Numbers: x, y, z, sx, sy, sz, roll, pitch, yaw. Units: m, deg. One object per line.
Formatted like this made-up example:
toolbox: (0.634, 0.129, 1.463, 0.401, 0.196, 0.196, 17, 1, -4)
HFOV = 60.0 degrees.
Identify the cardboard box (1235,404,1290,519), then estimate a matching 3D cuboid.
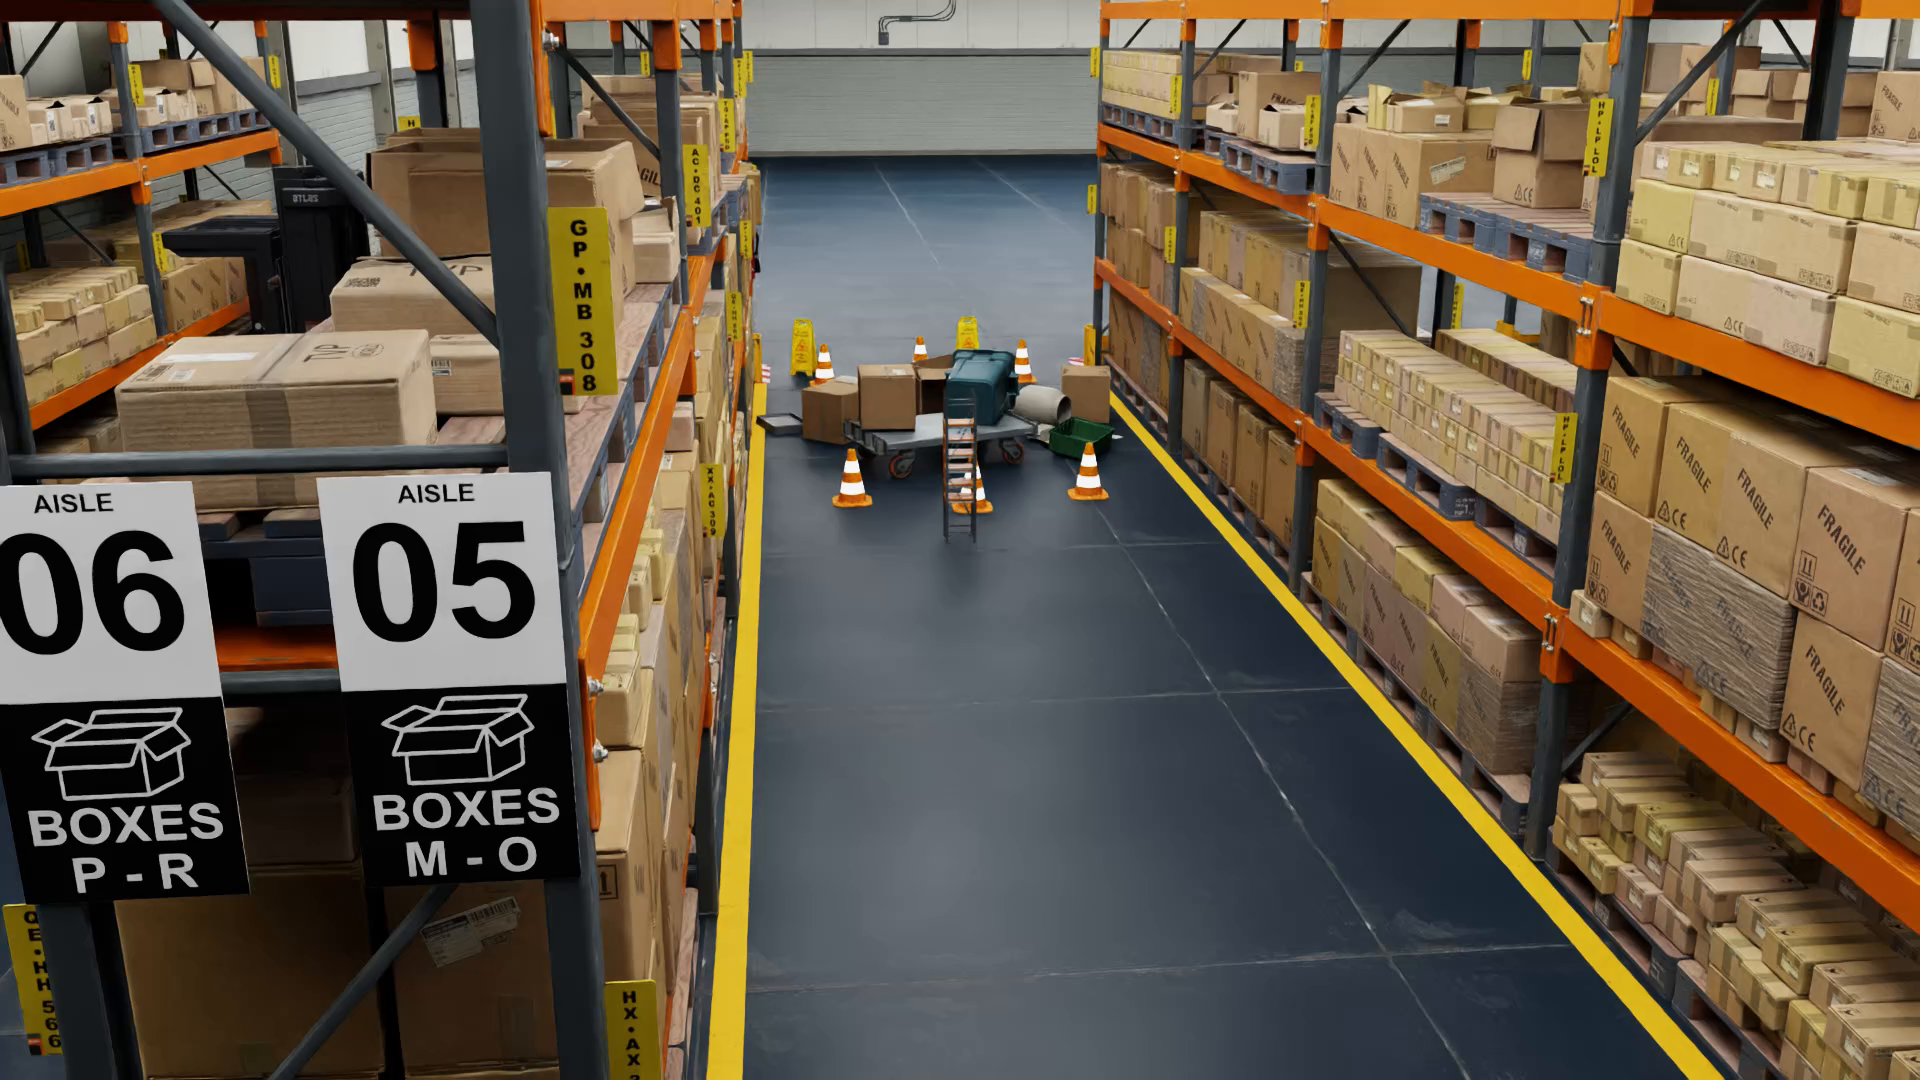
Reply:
cardboard box: (2.817, -0.647, 13.283, 1.050, 0.750, 0.750, -2, 17, -5)

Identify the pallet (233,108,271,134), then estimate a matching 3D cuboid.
pallet: (-7.744, -4.298, 17.001, 1.003, 0.211, 1.213, -2, 18, -6)

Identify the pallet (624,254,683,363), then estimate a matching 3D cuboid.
pallet: (-1.542, -0.845, 6.001, 1.003, 0.211, 1.213, -2, 18, -6)

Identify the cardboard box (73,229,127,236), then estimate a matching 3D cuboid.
cardboard box: (-7.825, -2.741, 15.154, 0.380, 0.149, 0.250, -2, 18, -7)

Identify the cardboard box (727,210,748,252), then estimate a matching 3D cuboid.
cardboard box: (-2.271, -2.888, 15.036, 0.700, 0.500, 0.500, -2, 18, -6)

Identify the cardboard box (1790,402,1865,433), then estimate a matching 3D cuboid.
cardboard box: (3.673, -0.264, 6.678, 0.500, 0.500, 0.500, -2, 18, -7)

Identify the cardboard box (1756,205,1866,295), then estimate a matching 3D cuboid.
cardboard box: (3.193, -1.032, 5.863, 0.500, 0.250, 0.500, -1, 17, -5)

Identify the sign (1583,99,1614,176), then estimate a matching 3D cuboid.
sign: (2.745, -1.731, 7.153, 0.100, 0.325, 0.005, -2, 18, -6)

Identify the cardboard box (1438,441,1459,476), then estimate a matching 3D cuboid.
cardboard box: (2.921, -0.464, 9.365, 0.380, 0.149, 0.250, -1, 17, -3)

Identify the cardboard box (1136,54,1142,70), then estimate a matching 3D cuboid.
cardboard box: (1.960, -4.758, 16.537, 0.380, 0.149, 0.250, -2, 17, -5)

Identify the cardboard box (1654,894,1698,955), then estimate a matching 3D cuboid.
cardboard box: (3.196, 1.621, 7.065, 0.380, 0.149, 0.250, -2, 18, -7)

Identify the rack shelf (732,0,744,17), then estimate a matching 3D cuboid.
rack shelf: (-2.648, -5.197, 15.914, 1.077, 0.370, 4.000, -2, 18, -6)

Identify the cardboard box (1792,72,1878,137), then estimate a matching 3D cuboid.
cardboard box: (7.464, -3.647, 13.904, 0.797, 0.503, 0.637, -1, 17, -3)

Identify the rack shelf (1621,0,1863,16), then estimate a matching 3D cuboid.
rack shelf: (3.503, -1.805, 5.109, 1.077, 0.370, 4.000, -2, 18, -6)

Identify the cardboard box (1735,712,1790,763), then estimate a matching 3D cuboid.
cardboard box: (3.185, 0.722, 6.289, 0.380, 0.149, 0.250, -1, 17, -3)

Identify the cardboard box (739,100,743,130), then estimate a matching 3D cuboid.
cardboard box: (-2.316, -4.028, 15.744, 0.500, 0.250, 0.500, -2, 18, -5)

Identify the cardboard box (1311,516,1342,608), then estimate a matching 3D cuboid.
cardboard box: (2.704, 0.136, 11.208, 0.500, 0.500, 0.500, -3, 18, -8)

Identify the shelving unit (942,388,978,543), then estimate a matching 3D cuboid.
shelving unit: (-0.002, -0.577, 13.011, 0.258, 1.200, 0.189, -2, 18, -6)

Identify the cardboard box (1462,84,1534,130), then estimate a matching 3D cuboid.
cardboard box: (3.252, -2.654, 10.171, 0.396, 0.266, 0.258, -2, 18, -6)

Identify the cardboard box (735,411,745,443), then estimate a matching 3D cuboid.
cardboard box: (-2.385, -0.874, 14.639, 0.950, 0.372, 0.625, -2, 17, -5)

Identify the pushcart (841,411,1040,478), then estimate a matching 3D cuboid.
pushcart: (-0.179, -0.918, 15.471, 1.648, 0.377, 0.936, -8, 19, -25)

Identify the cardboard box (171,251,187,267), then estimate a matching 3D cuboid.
cardboard box: (-7.232, -2.543, 15.021, 0.380, 0.149, 0.250, -2, 18, -6)

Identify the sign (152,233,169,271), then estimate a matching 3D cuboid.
sign: (-6.840, -2.463, 14.215, 0.100, 0.325, 0.005, -2, 18, -6)

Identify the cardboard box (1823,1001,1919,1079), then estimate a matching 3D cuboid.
cardboard box: (3.234, 1.727, 5.732, 0.380, 0.149, 0.250, -1, 17, -4)

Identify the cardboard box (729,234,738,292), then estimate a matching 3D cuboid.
cardboard box: (-2.166, -2.343, 14.268, 0.500, 0.500, 0.500, -2, 18, -7)

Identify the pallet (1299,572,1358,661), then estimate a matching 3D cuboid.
pallet: (2.963, 0.488, 11.269, 1.003, 0.211, 1.213, -2, 18, -6)

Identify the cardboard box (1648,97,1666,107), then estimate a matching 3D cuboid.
cardboard box: (6.992, -4.263, 16.326, 0.380, 0.149, 0.250, -2, 18, -7)

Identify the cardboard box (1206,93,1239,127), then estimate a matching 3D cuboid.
cardboard box: (2.286, -3.694, 14.285, 0.258, 0.266, 0.396, -2, 18, -7)

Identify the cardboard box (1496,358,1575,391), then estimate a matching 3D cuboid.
cardboard box: (3.492, -1.003, 10.089, 0.380, 0.149, 0.250, -2, 18, -6)

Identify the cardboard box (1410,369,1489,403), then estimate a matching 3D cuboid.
cardboard box: (2.876, -0.904, 9.774, 0.380, 0.149, 0.250, -1, 17, -4)

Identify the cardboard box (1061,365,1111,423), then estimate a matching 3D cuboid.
cardboard box: (1.291, -1.506, 17.135, 0.500, 0.500, 0.500, 1, 17, 4)

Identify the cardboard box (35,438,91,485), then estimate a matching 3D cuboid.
cardboard box: (-7.161, -0.386, 12.662, 0.875, 0.625, 0.625, -3, 18, -8)

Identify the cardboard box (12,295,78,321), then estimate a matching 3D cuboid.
cardboard box: (-6.857, -1.735, 12.446, 0.380, 0.149, 0.250, -2, 18, -7)

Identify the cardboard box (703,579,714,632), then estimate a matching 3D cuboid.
cardboard box: (-1.399, 0.232, 7.680, 0.500, 0.250, 0.500, -2, 18, -7)

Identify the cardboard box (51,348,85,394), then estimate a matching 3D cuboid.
cardboard box: (-6.927, -1.263, 12.444, 0.500, 0.250, 0.500, -1, 17, -4)

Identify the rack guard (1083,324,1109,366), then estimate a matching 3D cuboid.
rack guard: (2.057, -2.273, 19.582, 1.175, 0.500, 0.348, -2, 18, -6)

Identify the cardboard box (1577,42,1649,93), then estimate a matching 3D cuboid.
cardboard box: (6.888, -4.990, 17.558, 0.500, 0.500, 0.500, -2, 18, -6)

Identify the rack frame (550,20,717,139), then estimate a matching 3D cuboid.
rack frame: (-2.029, -3.754, 10.112, 1.000, 3.000, 0.127, -2, 18, -6)

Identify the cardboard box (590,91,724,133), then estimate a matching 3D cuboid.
cardboard box: (-1.840, -2.465, 10.140, 0.797, 0.503, 0.637, -3, 18, -9)

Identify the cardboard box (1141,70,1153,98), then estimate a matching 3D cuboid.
cardboard box: (2.064, -4.455, 16.236, 0.500, 0.250, 0.500, -2, 18, -6)

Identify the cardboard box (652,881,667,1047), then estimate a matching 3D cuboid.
cardboard box: (-1.048, 1.142, 4.364, 0.500, 0.500, 0.500, -2, 18, -6)

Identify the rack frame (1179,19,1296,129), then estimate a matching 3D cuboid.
rack frame: (2.472, -5.129, 14.491, 1.000, 3.000, 0.127, -2, 18, -6)

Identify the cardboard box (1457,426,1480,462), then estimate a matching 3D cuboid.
cardboard box: (2.950, -0.529, 9.077, 0.380, 0.149, 0.250, -3, 18, -8)

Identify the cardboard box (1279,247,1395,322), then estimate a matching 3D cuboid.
cardboard box: (2.794, -1.884, 12.335, 0.700, 0.500, 0.500, -2, 18, -6)

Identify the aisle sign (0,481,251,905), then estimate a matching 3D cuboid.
aisle sign: (-1.505, 0.282, 2.930, 0.394, 0.787, 0.004, -2, 18, -6)

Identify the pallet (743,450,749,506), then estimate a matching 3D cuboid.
pallet: (-2.360, -0.521, 14.485, 1.003, 0.211, 1.213, -2, 18, -6)

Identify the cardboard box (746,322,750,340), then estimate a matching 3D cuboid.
cardboard box: (-2.242, -2.016, 16.144, 0.380, 0.149, 0.250, -1, 17, -4)

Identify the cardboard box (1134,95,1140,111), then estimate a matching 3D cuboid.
cardboard box: (1.958, -4.379, 16.662, 0.380, 0.149, 0.250, -2, 18, -6)

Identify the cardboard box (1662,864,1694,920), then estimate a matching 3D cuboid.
cardboard box: (3.217, 1.477, 7.026, 0.380, 0.149, 0.250, -3, 18, -8)

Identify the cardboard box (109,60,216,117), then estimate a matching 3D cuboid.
cardboard box: (-7.474, -4.241, 15.631, 0.797, 0.503, 0.637, -1, 17, -4)

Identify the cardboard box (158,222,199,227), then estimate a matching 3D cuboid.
cardboard box: (-7.328, -2.914, 15.704, 0.380, 0.149, 0.250, -2, 18, -6)

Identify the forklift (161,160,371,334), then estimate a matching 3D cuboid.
forklift: (-5.225, -1.355, 12.599, 3.031, 2.935, 1.130, 0, 17, -2)

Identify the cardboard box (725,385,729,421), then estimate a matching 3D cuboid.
cardboard box: (-1.726, -0.922, 10.523, 0.500, 0.250, 0.500, -2, 18, -6)

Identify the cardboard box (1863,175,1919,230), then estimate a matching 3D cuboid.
cardboard box: (3.214, -1.107, 5.437, 0.380, 0.149, 0.250, -2, 18, -7)

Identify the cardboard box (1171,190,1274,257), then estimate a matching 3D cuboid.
cardboard box: (2.468, -2.964, 15.558, 0.875, 0.550, 0.550, -2, 18, -6)

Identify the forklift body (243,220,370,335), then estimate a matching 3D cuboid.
forklift body: (-5.781, -2.207, 16.617, 2.313, 2.155, 1.214, -2, 18, -6)

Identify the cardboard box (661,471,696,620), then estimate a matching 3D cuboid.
cardboard box: (-1.249, 0.059, 6.147, 0.500, 0.500, 0.500, -2, 18, -6)

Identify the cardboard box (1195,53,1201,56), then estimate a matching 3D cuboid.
cardboard box: (2.589, -4.854, 16.842, 0.380, 0.149, 0.250, -2, 18, -5)

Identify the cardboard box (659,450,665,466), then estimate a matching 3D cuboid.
cardboard box: (-1.349, -0.371, 6.430, 0.380, 0.149, 0.250, -1, 17, -4)
